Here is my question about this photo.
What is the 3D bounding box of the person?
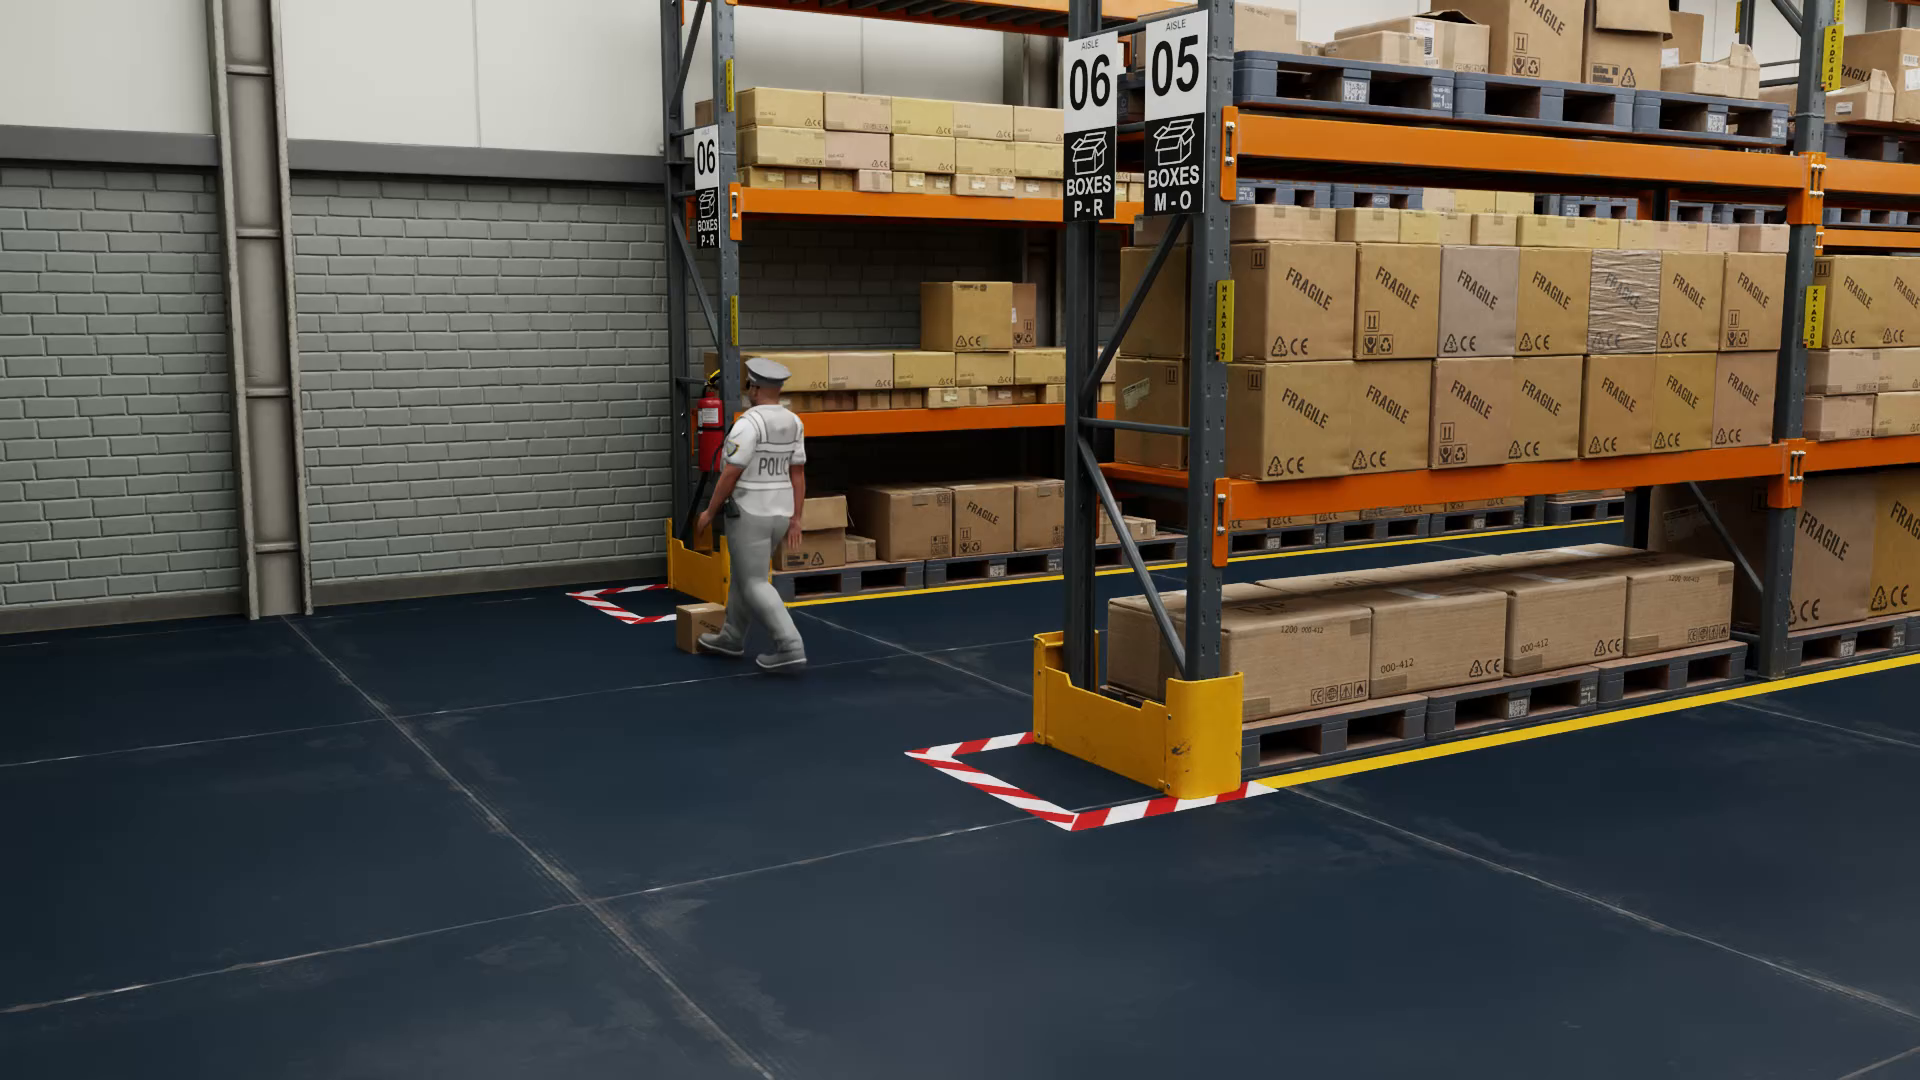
[{"bbox_3d":[-1.203,-0.158,9.313,0.937,1.728,0.537,4,9,28],"label":"person"}]
